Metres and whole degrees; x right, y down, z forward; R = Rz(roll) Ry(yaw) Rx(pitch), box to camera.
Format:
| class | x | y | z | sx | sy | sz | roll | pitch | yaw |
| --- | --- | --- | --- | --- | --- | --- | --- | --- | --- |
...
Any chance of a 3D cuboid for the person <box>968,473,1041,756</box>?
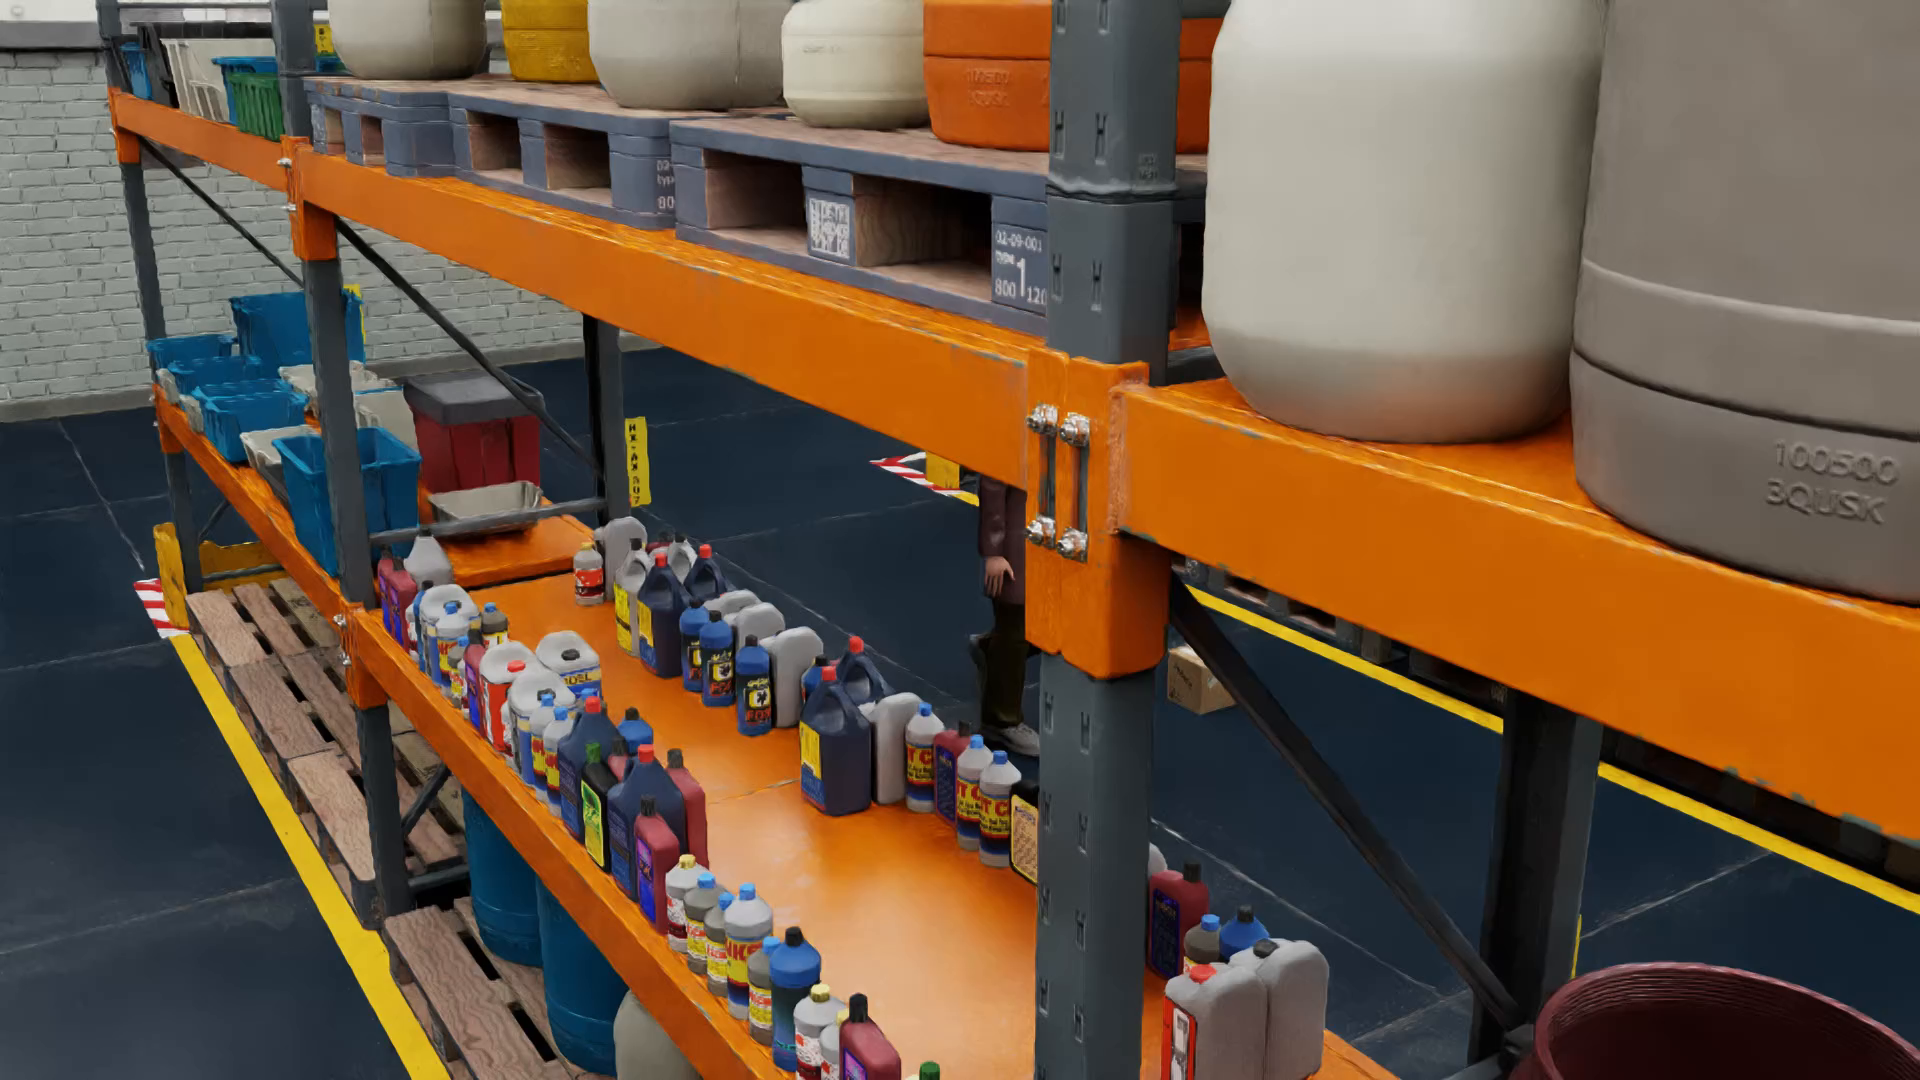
| class | x | y | z | sx | sy | sz | roll | pitch | yaw |
| --- | --- | --- | --- | --- | --- | --- | --- | --- | --- |
| person | 0.282 | 0.026 | 7.469 | 0.572 | 1.771 | 0.676 | 11 | 21 | 30 |
